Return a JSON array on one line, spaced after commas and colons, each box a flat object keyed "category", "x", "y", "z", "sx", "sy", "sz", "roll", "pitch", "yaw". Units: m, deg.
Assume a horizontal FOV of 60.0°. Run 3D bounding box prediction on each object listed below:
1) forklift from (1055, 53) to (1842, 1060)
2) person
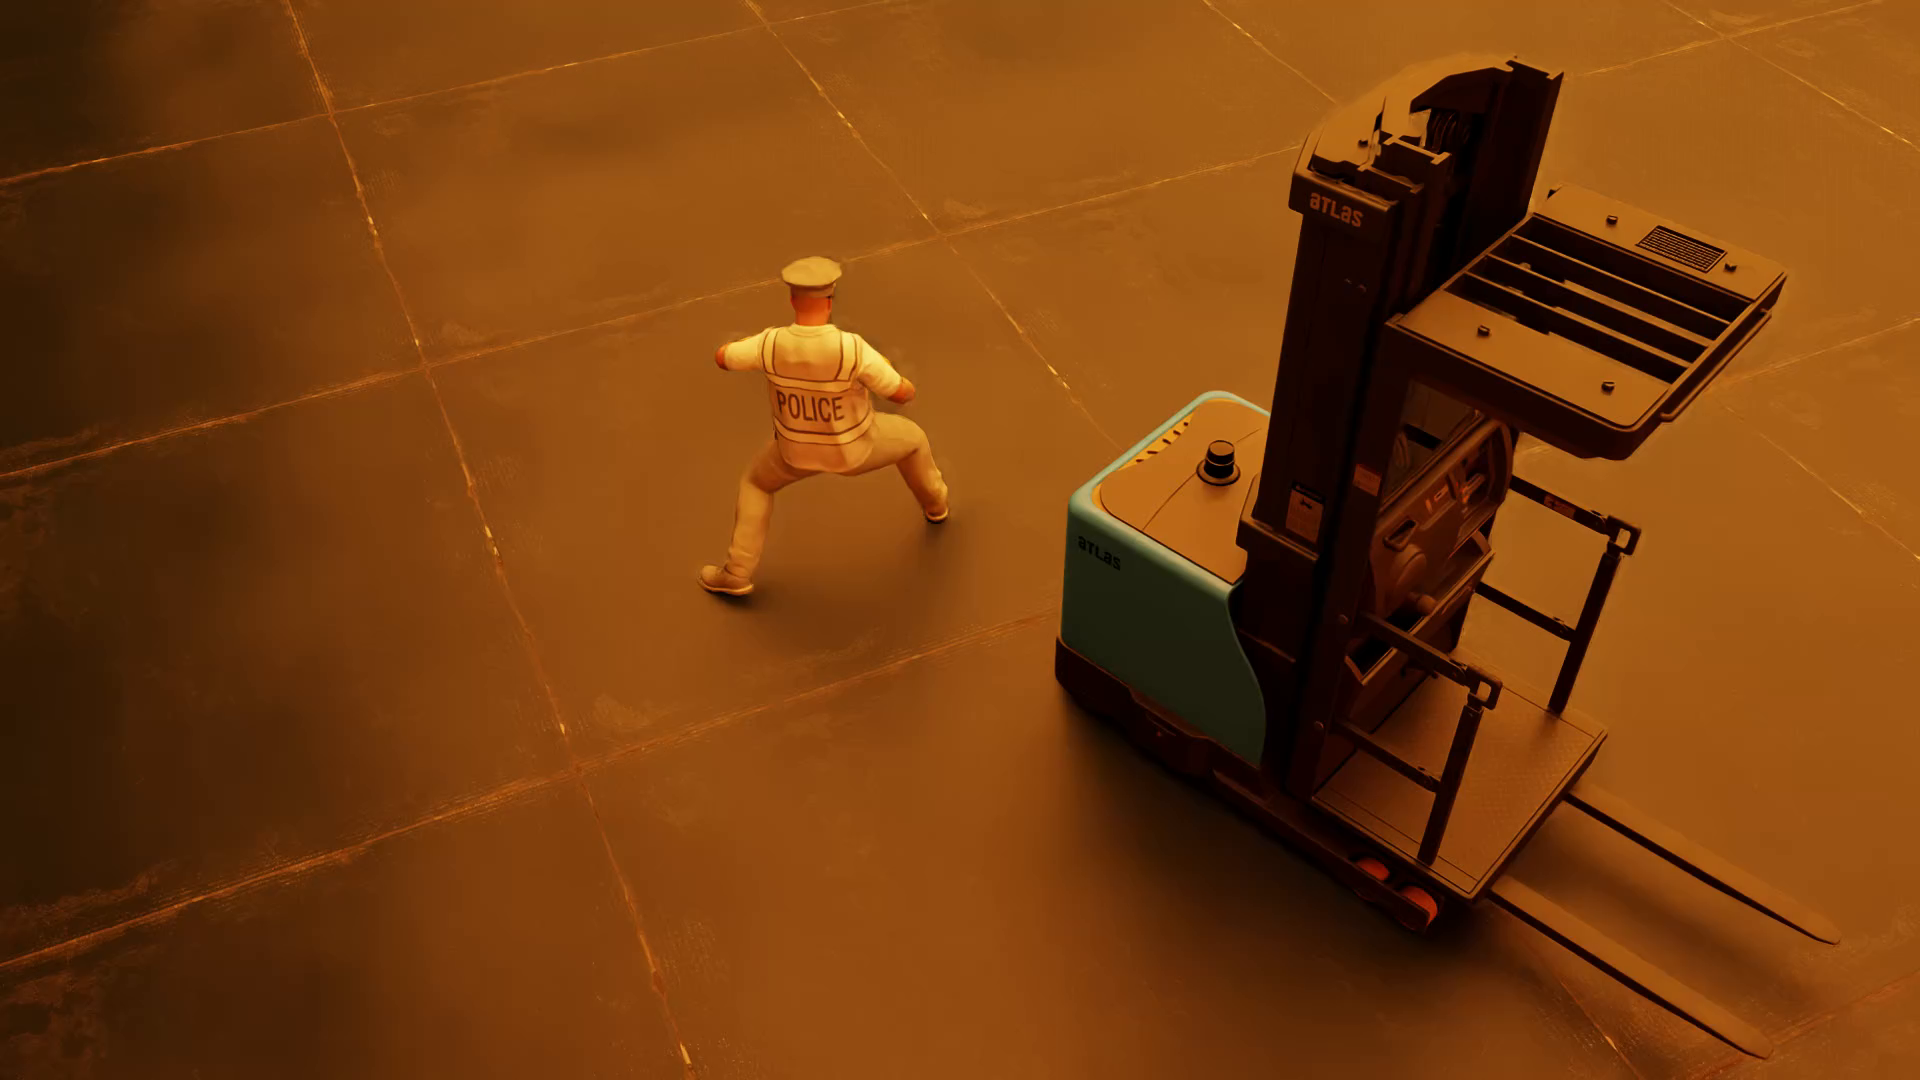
[{"category": "forklift", "x": 1.833, "y": -0.016, "z": 5.697, "sx": 3.031, "sy": 2.935, "sz": 1.130, "roll": 32, "pitch": 52, "yaw": 30}, {"category": "person", "x": -0.620, "y": -0.563, "z": 7.318, "sx": 1.066, "sy": 1.601, "sz": 0.975, "roll": 6, "pitch": 43, "yaw": 7}]
